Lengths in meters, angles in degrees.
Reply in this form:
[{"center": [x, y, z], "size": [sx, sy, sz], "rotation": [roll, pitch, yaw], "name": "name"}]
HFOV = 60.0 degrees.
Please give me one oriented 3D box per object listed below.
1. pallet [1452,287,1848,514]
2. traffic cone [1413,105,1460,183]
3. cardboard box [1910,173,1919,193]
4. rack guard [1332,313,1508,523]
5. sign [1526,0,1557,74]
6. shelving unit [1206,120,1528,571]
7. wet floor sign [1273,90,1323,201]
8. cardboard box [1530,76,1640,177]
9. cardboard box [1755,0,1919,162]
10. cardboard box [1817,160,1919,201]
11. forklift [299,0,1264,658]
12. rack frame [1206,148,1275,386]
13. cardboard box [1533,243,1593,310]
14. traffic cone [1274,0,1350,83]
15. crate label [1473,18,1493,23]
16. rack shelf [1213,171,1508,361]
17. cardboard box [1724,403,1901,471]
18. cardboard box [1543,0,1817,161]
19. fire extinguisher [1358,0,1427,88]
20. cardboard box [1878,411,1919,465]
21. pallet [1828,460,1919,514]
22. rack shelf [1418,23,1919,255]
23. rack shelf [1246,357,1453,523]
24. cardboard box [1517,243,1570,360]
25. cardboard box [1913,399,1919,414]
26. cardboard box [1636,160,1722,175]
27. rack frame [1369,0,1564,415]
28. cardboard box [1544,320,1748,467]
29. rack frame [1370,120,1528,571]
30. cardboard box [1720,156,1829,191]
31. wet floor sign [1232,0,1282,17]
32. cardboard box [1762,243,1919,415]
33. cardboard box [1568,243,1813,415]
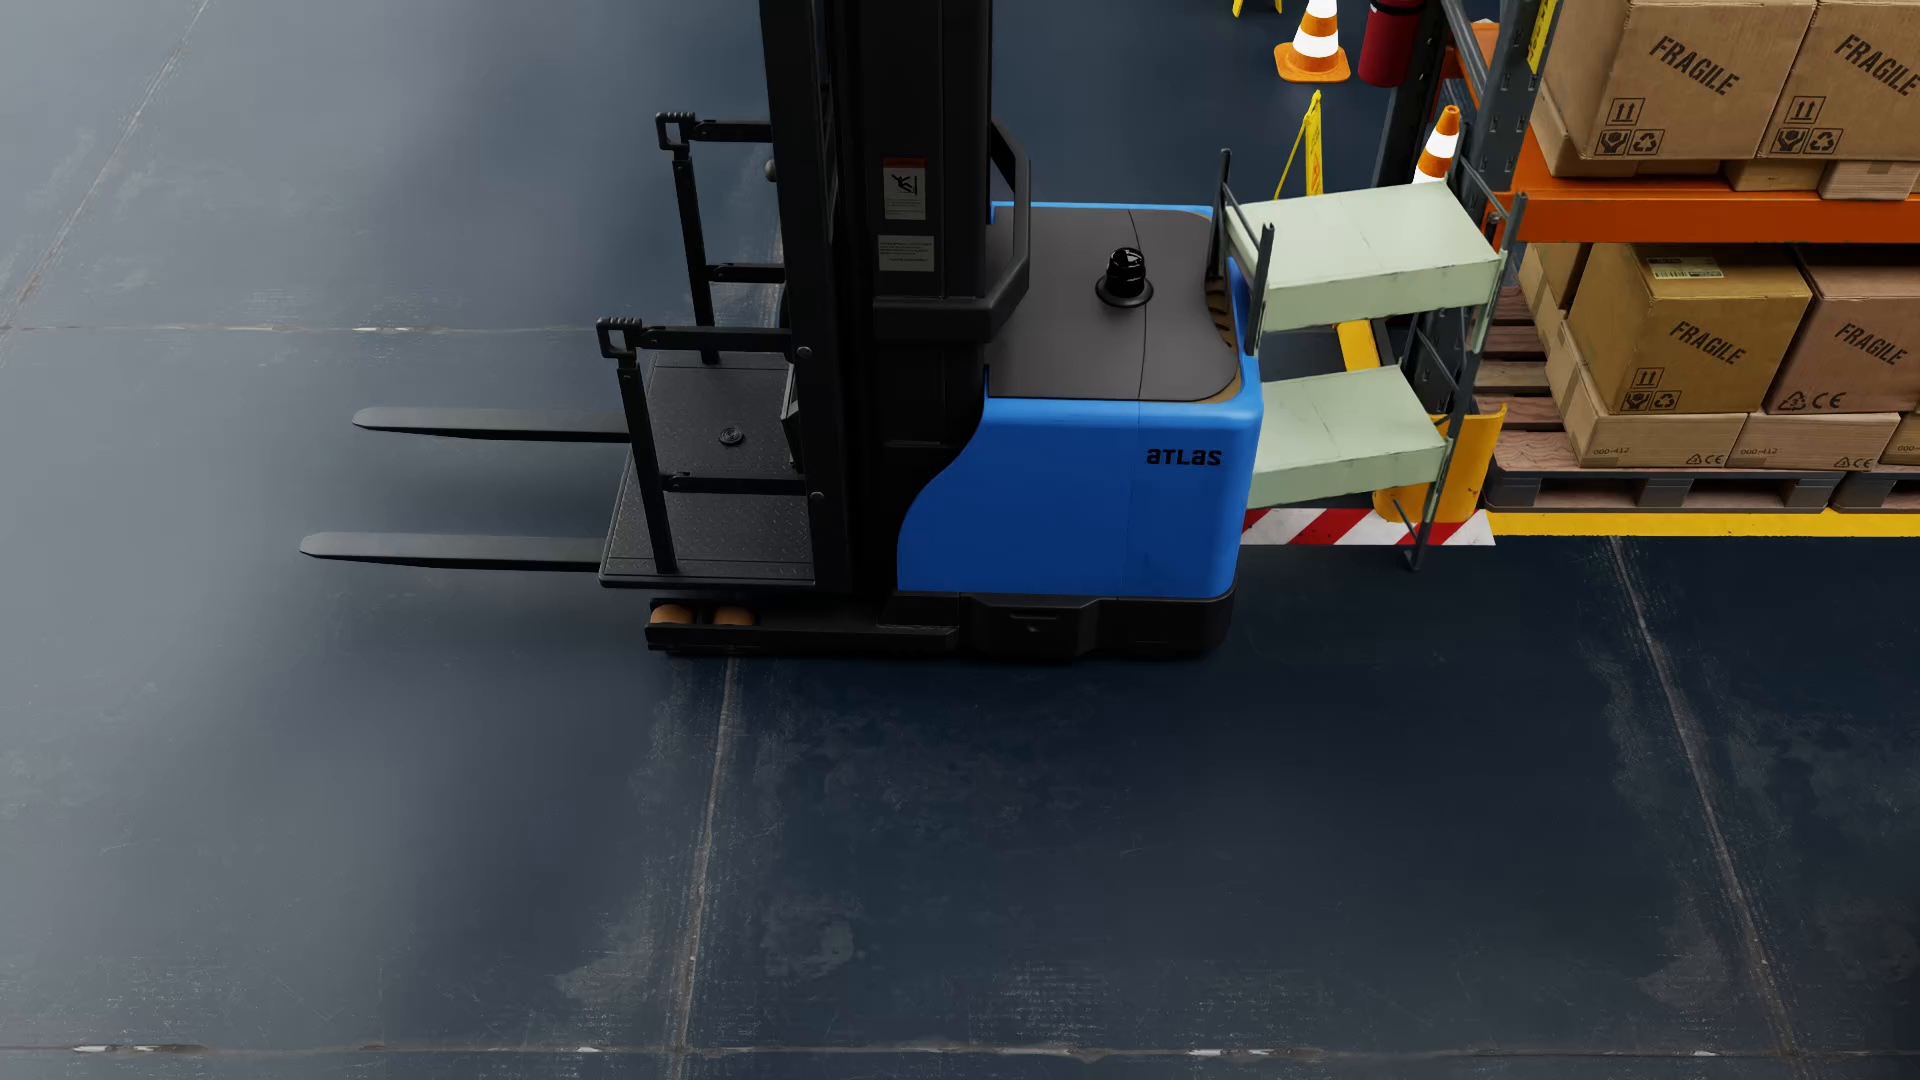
[{"center": [2.447, -0.532, 6.101], "size": [1.213, 0.211, 1.003], "rotation": [0, 47, 0], "name": "pallet"}, {"center": [1.994, -1.589, 6.913], "size": [0.334, 0.463, 0.336], "rotation": [0, 47, 0], "name": "traffic cone"}, {"center": [2.928, -1.212, 5.000], "size": [0.250, 0.149, 0.380], "rotation": [1, 47, 1], "name": "cardboard box"}, {"center": [1.635, -0.659, 6.022], "size": [0.348, 0.500, 1.175], "rotation": [0, 47, 0], "name": "rack guard"}, {"center": [1.557, -1.408, 4.420], "size": [0.005, 0.325, 0.100], "rotation": [0, 47, 0], "name": "sign"}, {"center": [1.152, -0.506, 5.191], "size": [0.755, 1.500, 0.431], "rotation": [-8, 47, -8], "name": "shelving unit"}, {"center": [1.373, -1.492, 6.698], "size": [0.232, 0.644, 0.267], "rotation": [15, 49, 14], "name": "wet floor sign"}, {"center": [1.898, -1.272, 5.057], "size": [0.250, 0.149, 0.380], "rotation": [0, 47, 0], "name": "cardboard box"}, {"center": [2.550, -1.443, 4.772], "size": [0.500, 0.500, 0.500], "rotation": [1, 47, 1], "name": "cardboard box"}, {"center": [2.669, -1.188, 4.978], "size": [0.250, 0.149, 0.380], "rotation": [1, 47, 1], "name": "cardboard box"}, {"center": [-0.628, -1.015, 4.693], "size": [3.031, 2.935, 1.130], "rotation": [1, 47, 1], "name": "forklift"}, {"center": [0.794, -0.452, 5.138], "size": [0.023, 1.500, 0.400], "rotation": [-8, 47, -8], "name": "rack frame"}, {"center": [2.361, -1.161, 5.861], "size": [0.500, 0.500, 0.500], "rotation": [0, 47, 0], "name": "cardboard box"}, {"center": [1.658, -2.403, 7.670], "size": [0.334, 0.463, 0.336], "rotation": [0, 47, 0], "name": "traffic cone"}, {"center": [2.444, -2.335, 7.830], "size": [0.298, 0.136, 0.250], "rotation": [-23, 51, -20], "name": "crate label"}, {"center": [1.153, -0.777, 4.911], "size": [0.720, 0.370, 0.431], "rotation": [-8, 47, -8], "name": "rack shelf"}, {"center": [2.875, -0.505, 5.763], "size": [0.500, 0.250, 0.500], "rotation": [2, 47, 2], "name": "cardboard box"}, {"center": [2.032, -1.442, 4.771], "size": [0.500, 0.500, 0.500], "rotation": [0, 47, 0], "name": "cardboard box"}, {"center": [1.446, -1.822, 5.449], "size": [0.183, 0.674, 0.296], "rotation": [0, 47, 0], "name": "fire extinguisher"}, {"center": [3.421, -0.513, 5.770], "size": [0.500, 0.250, 0.500], "rotation": [3, 47, 3], "name": "cardboard box"}, {"center": [3.664, -0.527, 6.096], "size": [1.213, 0.211, 1.003], "rotation": [0, 47, 0], "name": "pallet"}, {"center": [3.559, -1.260, 5.365], "size": [4.000, 0.370, 1.077], "rotation": [0, 47, 0], "name": "rack shelf"}, {"center": [1.151, -0.279, 5.425], "size": [0.720, 0.370, 0.431], "rotation": [-8, 47, -8], "name": "rack shelf"}, {"center": [2.392, -0.911, 6.141], "size": [0.500, 0.250, 0.500], "rotation": [0, 47, 0], "name": "cardboard box"}, {"center": [3.413, -0.762, 5.490], "size": [0.500, 0.500, 0.500], "rotation": [1, 47, 1], "name": "cardboard box"}, {"center": [2.150, -1.282, 5.066], "size": [0.250, 0.149, 0.380], "rotation": [1, 47, 1], "name": "cardboard box"}, {"center": [1.559, -1.511, 5.107], "size": [0.127, 3.000, 1.000], "rotation": [0, 47, 0], "name": "rack frame"}, {"center": [2.365, -0.512, 5.769], "size": [0.500, 0.250, 0.500], "rotation": [0, 47, 0], "name": "cardboard box"}, {"center": [1.510, -0.559, 5.244], "size": [0.023, 1.500, 0.400], "rotation": [-8, 47, -8], "name": "rack frame"}, {"center": [2.415, -1.222, 5.010], "size": [0.250, 0.149, 0.380], "rotation": [-1, 47, -1], "name": "cardboard box"}, {"center": [1.440, -2.883, 7.992], "size": [0.232, 0.644, 0.267], "rotation": [-7, 47, -7], "name": "wet floor sign"}, {"center": [2.911, -0.770, 5.497], "size": [0.500, 0.500, 0.500], "rotation": [-1, 47, -1], "name": "cardboard box"}, {"center": [2.388, -0.768, 5.495], "size": [0.500, 0.500, 0.500], "rotation": [-1, 47, -1], "name": "cardboard box"}]
